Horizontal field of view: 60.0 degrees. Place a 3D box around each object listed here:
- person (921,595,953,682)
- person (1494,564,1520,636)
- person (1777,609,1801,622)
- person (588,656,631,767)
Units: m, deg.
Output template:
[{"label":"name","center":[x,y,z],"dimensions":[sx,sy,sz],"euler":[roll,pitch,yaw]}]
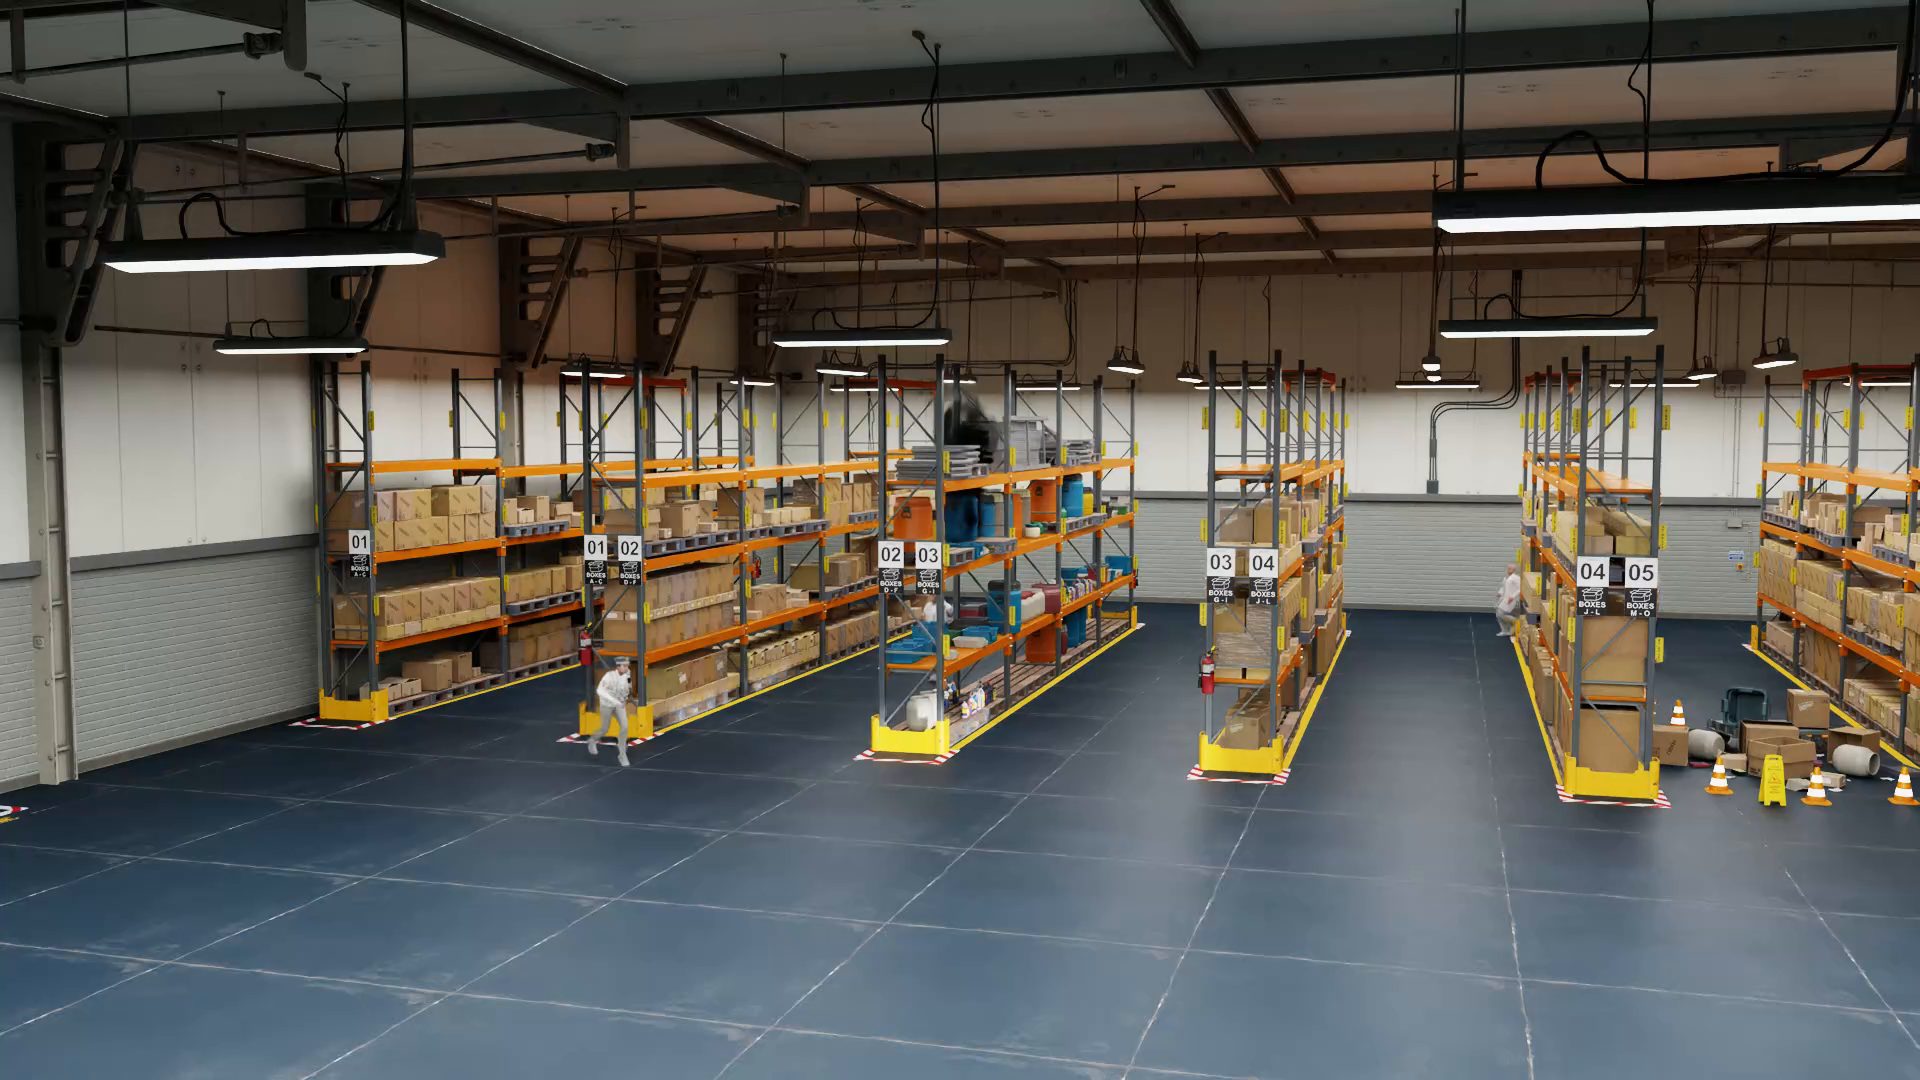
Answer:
[{"label":"person","center":[-0.444,1.815,32.418],"dimensions":[0.675,1.784,0.957],"euler":[2,4,20]},{"label":"person","center":[12.762,1.406,38.597],"dimensions":[0.588,1.732,0.769],"euler":[0,4,-6]},{"label":"person","center":[18.682,1.459,37.442],"dimensions":[0.916,1.733,0.796],"euler":[3,5,39]},{"label":"person","center":[-5.153,2.480,24.454],"dimensions":[0.983,1.628,0.653],"euler":[3,5,39]}]
